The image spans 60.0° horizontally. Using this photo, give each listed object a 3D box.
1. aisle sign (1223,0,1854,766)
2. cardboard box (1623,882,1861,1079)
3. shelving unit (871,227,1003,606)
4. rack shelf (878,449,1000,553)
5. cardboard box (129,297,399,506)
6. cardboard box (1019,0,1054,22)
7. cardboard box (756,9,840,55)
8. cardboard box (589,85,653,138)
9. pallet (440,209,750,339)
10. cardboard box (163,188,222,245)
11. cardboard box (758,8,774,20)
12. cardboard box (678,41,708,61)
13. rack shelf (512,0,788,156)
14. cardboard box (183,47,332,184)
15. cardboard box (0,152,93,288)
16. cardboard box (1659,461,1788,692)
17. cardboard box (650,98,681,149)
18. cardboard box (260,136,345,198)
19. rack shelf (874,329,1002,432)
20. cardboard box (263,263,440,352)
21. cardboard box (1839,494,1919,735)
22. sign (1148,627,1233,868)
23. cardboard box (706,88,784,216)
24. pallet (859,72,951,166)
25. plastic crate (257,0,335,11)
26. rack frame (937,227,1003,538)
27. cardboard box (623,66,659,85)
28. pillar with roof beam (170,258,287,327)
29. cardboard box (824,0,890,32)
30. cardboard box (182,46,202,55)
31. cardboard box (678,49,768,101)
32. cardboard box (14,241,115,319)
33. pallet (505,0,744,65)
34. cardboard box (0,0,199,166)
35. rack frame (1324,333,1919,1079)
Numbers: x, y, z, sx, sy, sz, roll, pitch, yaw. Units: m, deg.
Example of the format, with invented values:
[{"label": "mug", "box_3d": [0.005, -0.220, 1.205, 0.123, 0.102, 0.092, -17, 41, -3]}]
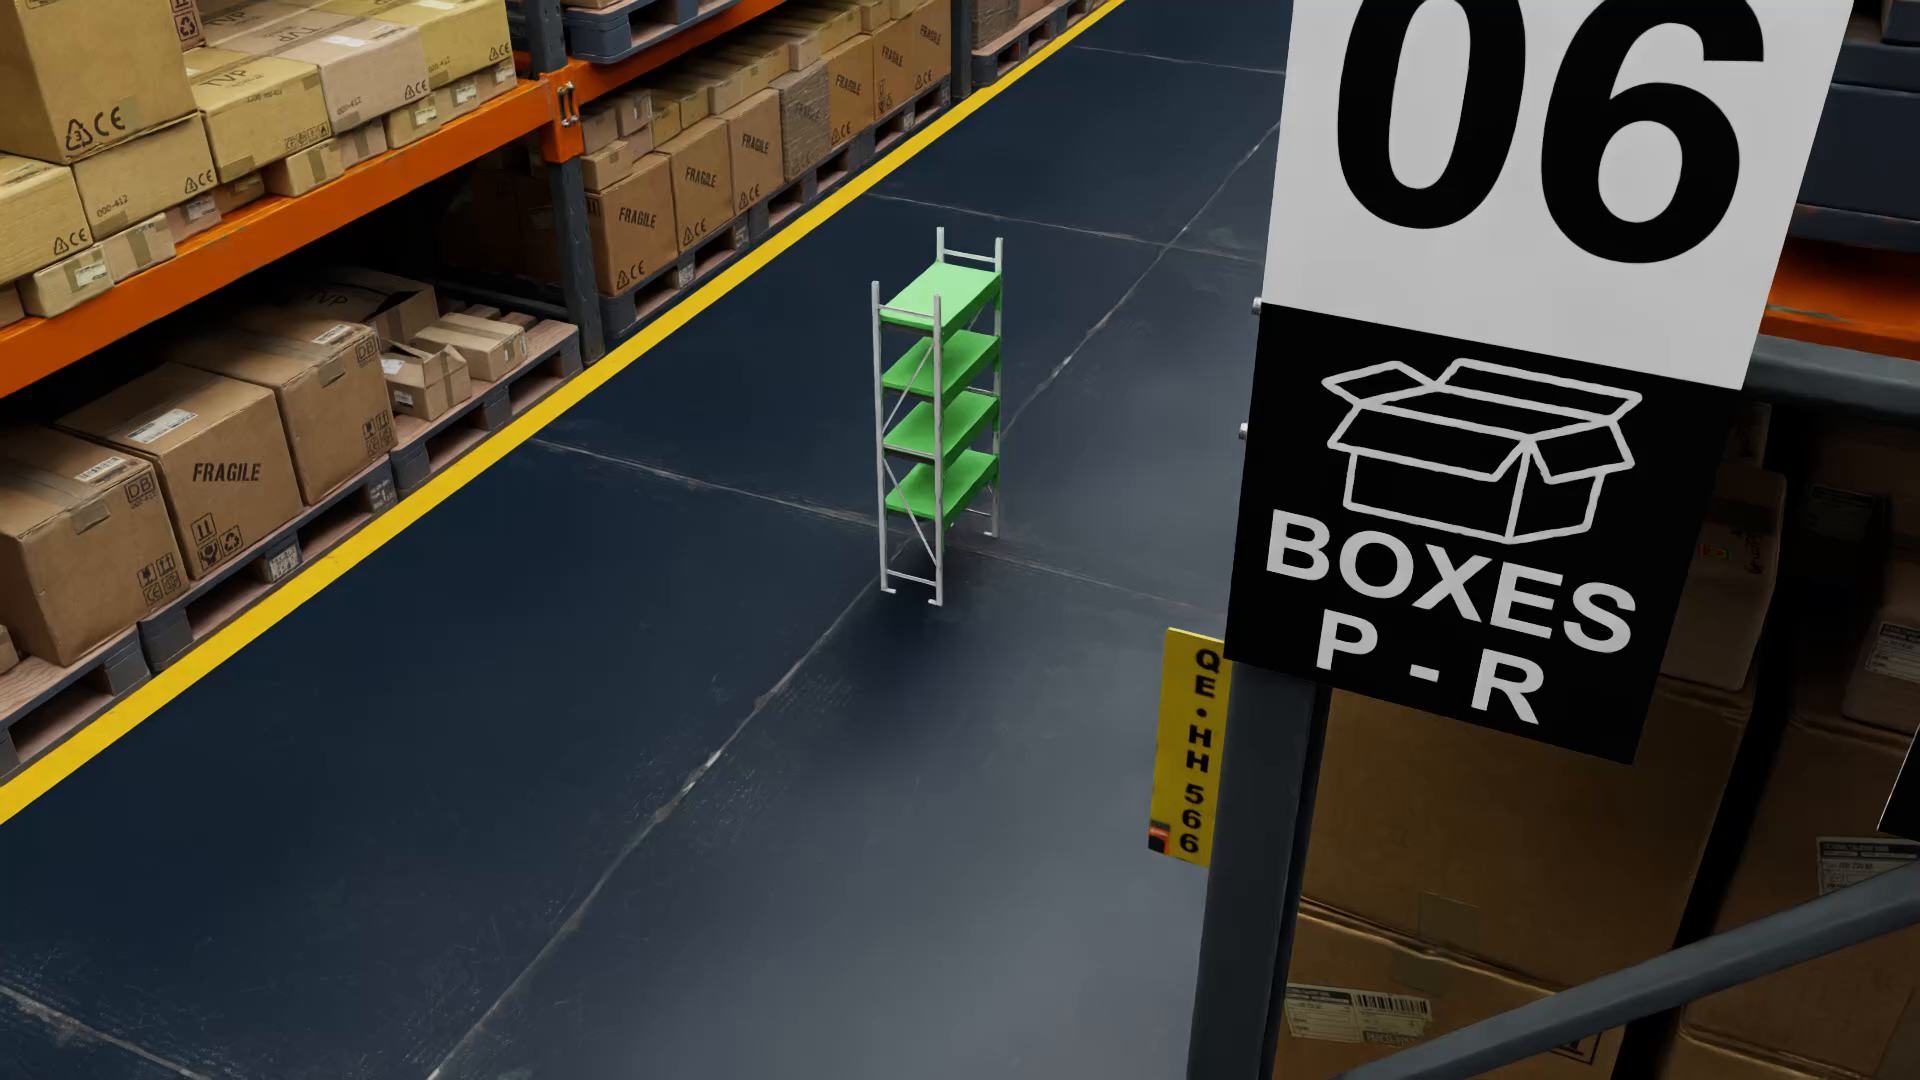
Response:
[{"label": "aisle sign", "box_3d": [0.445, -0.166, 1.396, 0.394, 0.787, 0.004, 14, 36, 20]}, {"label": "cardboard box", "box_3d": [1.218, 0.742, 2.292, 0.500, 0.500, 0.500, 14, 36, 20]}, {"label": "shelving unit", "box_3d": [-0.069, -0.419, 5.795, 0.258, 1.200, 0.503, 14, 36, 20]}, {"label": "rack shelf", "box_3d": [-0.069, -0.165, 5.962, 0.258, 0.148, 0.480, 14, 36, 20]}, {"label": "cardboard box", "box_3d": [-2.584, -0.527, 6.215, 0.700, 0.500, 0.500, 13, 35, 19]}, {"label": "cardboard box", "box_3d": [0.133, -3.982, 11.369, 0.875, 0.625, 0.625, 15, 36, 22]}, {"label": "cardboard box", "box_3d": [-0.875, -2.752, 9.017, 0.380, 0.149, 0.250, 14, 36, 20]}, {"label": "cardboard box", "box_3d": [-1.623, -1.956, 7.532, 0.380, 0.149, 0.250, 12, 35, 18]}, {"label": "pallet", "box_3d": [-1.774, -1.420, 8.223, 1.003, 0.211, 1.213, 14, 36, 20]}, {"label": "cardboard box", "box_3d": [-2.646, -1.086, 5.400, 0.380, 0.149, 0.250, 14, 36, 20]}, {"label": "cardboard box", "box_3d": [-1.273, -2.995, 9.387, 0.380, 0.149, 0.250, 13, 35, 18]}, {"label": "cardboard box", "box_3d": [-1.552, -2.597, 8.780, 0.380, 0.149, 0.250, 13, 35, 19]}, {"label": "rack shelf", "box_3d": [-1.243, -2.867, 8.544, 1.077, 0.370, 4.000, 14, 36, 20]}, {"label": "cardboard box", "box_3d": [-2.488, -1.426, 5.555, 0.500, 0.250, 0.500, 14, 36, 20]}, {"label": "cardboard box", "box_3d": [-2.899, -0.910, 4.768, 0.500, 0.250, 0.500, 13, 36, 20]}, {"label": "cardboard box", "box_3d": [0.725, 0.001, 1.918, 0.380, 0.149, 0.250, 15, 36, 21]}, {"label": "cardboard box", "box_3d": [-1.546, -1.978, 7.835, 0.380, 0.149, 0.250, 12, 35, 18]}, {"label": "cardboard box", "box_3d": [-2.376, -1.323, 5.761, 0.380, 0.149, 0.250, 14, 36, 20]}, {"label": "rack shelf", "box_3d": [-0.069, -0.567, 5.699, 0.258, 0.148, 0.480, 14, 36, 20]}, {"label": "cardboard box", "box_3d": [-2.571, -0.949, 7.030, 0.500, 0.311, 0.500, 15, 36, 22]}, {"label": "cardboard box", "box_3d": [1.156, 0.112, 1.749, 0.380, 0.149, 0.250, 15, 36, 21]}, {"label": "sign", "box_3d": [0.269, 0.242, 1.873, 0.100, 0.325, 0.005, 14, 36, 20]}, {"label": "cardboard box", "box_3d": [-1.247, -2.007, 8.472, 0.500, 0.500, 0.500, 13, 35, 19]}, {"label": "pallet", "box_3d": [-0.753, -2.635, 10.076, 1.003, 0.211, 1.213, 14, 36, 20]}, {"label": "plastic crate", "box_3d": [-2.532, -2.049, 6.505, 0.505, 0.250, 0.505, 14, 36, 20]}, {"label": "rack frame", "box_3d": [0.033, -0.541, 5.981, 0.240, 1.200, 0.015, 14, 36, 20]}, {"label": "cardboard box", "box_3d": [-1.742, -2.337, 8.383, 0.380, 0.149, 0.250, 15, 36, 22]}, {"label": "pillar with roof beam", "box_3d": [0.720, -3.553, 3.463, 9.100, 9.000, 0.400, 14, 36, 20]}, {"label": "cardboard box", "box_3d": [-0.619, -2.998, 9.391, 0.380, 0.149, 0.250, 13, 35, 19]}, {"label": "cardboard box", "box_3d": [-2.954, -1.541, 5.731, 0.500, 0.250, 0.500, 15, 36, 22]}, {"label": "cardboard box", "box_3d": [-1.199, -2.356, 8.413, 0.380, 0.149, 0.250, 15, 36, 22]}, {"label": "cardboard box", "box_3d": [-2.783, -0.806, 4.973, 0.380, 0.149, 0.250, 13, 35, 19]}, {"label": "pallet", "box_3d": [-1.646, -2.465, 7.449, 1.003, 0.211, 1.213, 14, 36, 20]}, {"label": "cardboard box", "box_3d": [-2.692, -1.467, 4.933, 0.500, 0.500, 0.500, 15, 36, 22]}, {"label": "rack frame", "box_3d": [0.753, 0.956, 2.056, 0.949, 2.616, 0.053, 14, 36, 20]}]
